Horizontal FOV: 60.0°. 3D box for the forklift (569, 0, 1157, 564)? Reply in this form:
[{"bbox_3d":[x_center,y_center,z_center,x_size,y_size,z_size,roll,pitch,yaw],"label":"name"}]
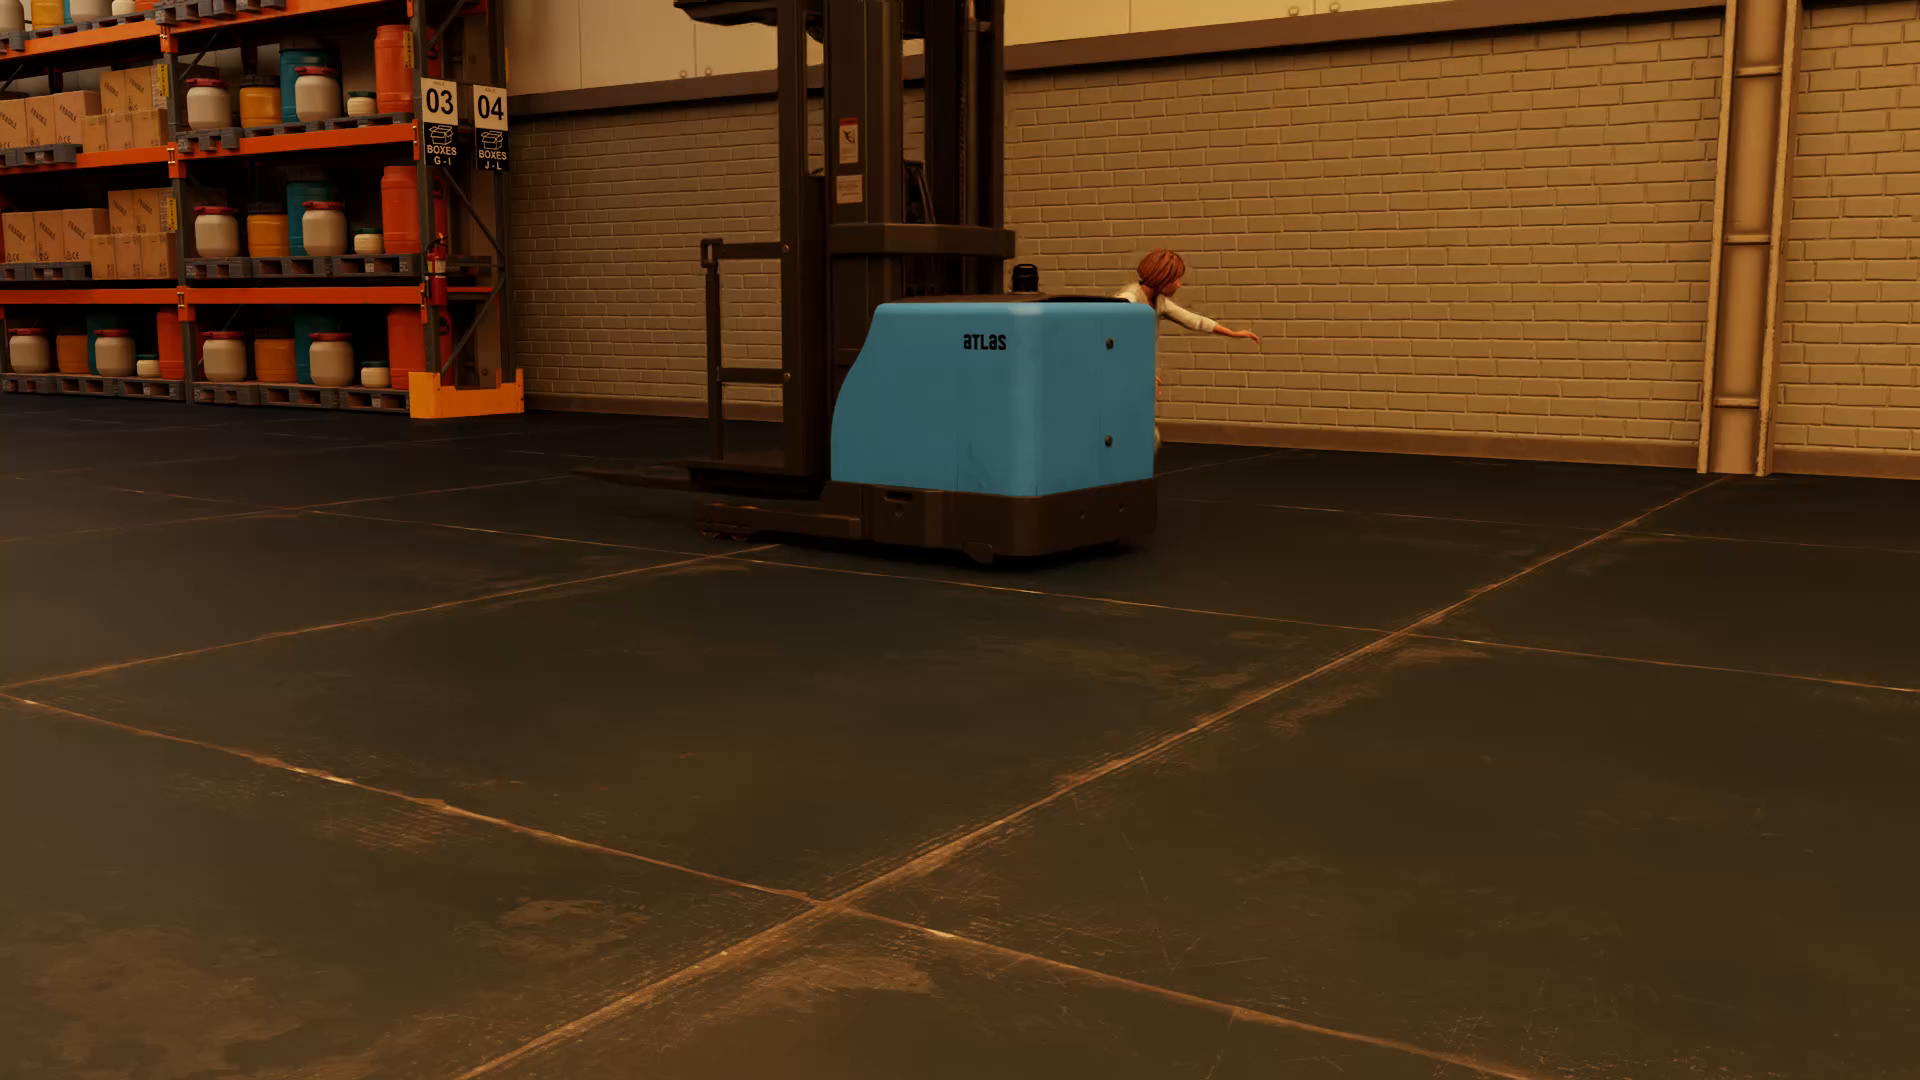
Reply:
[{"bbox_3d":[-0.608,-1.495,7.706,3.031,2.935,1.130,6,10,37],"label":"forklift"}]

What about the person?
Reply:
[{"bbox_3d":[0.899,-0.737,8.111,0.833,1.348,1.127,4,9,28],"label":"person"}]
